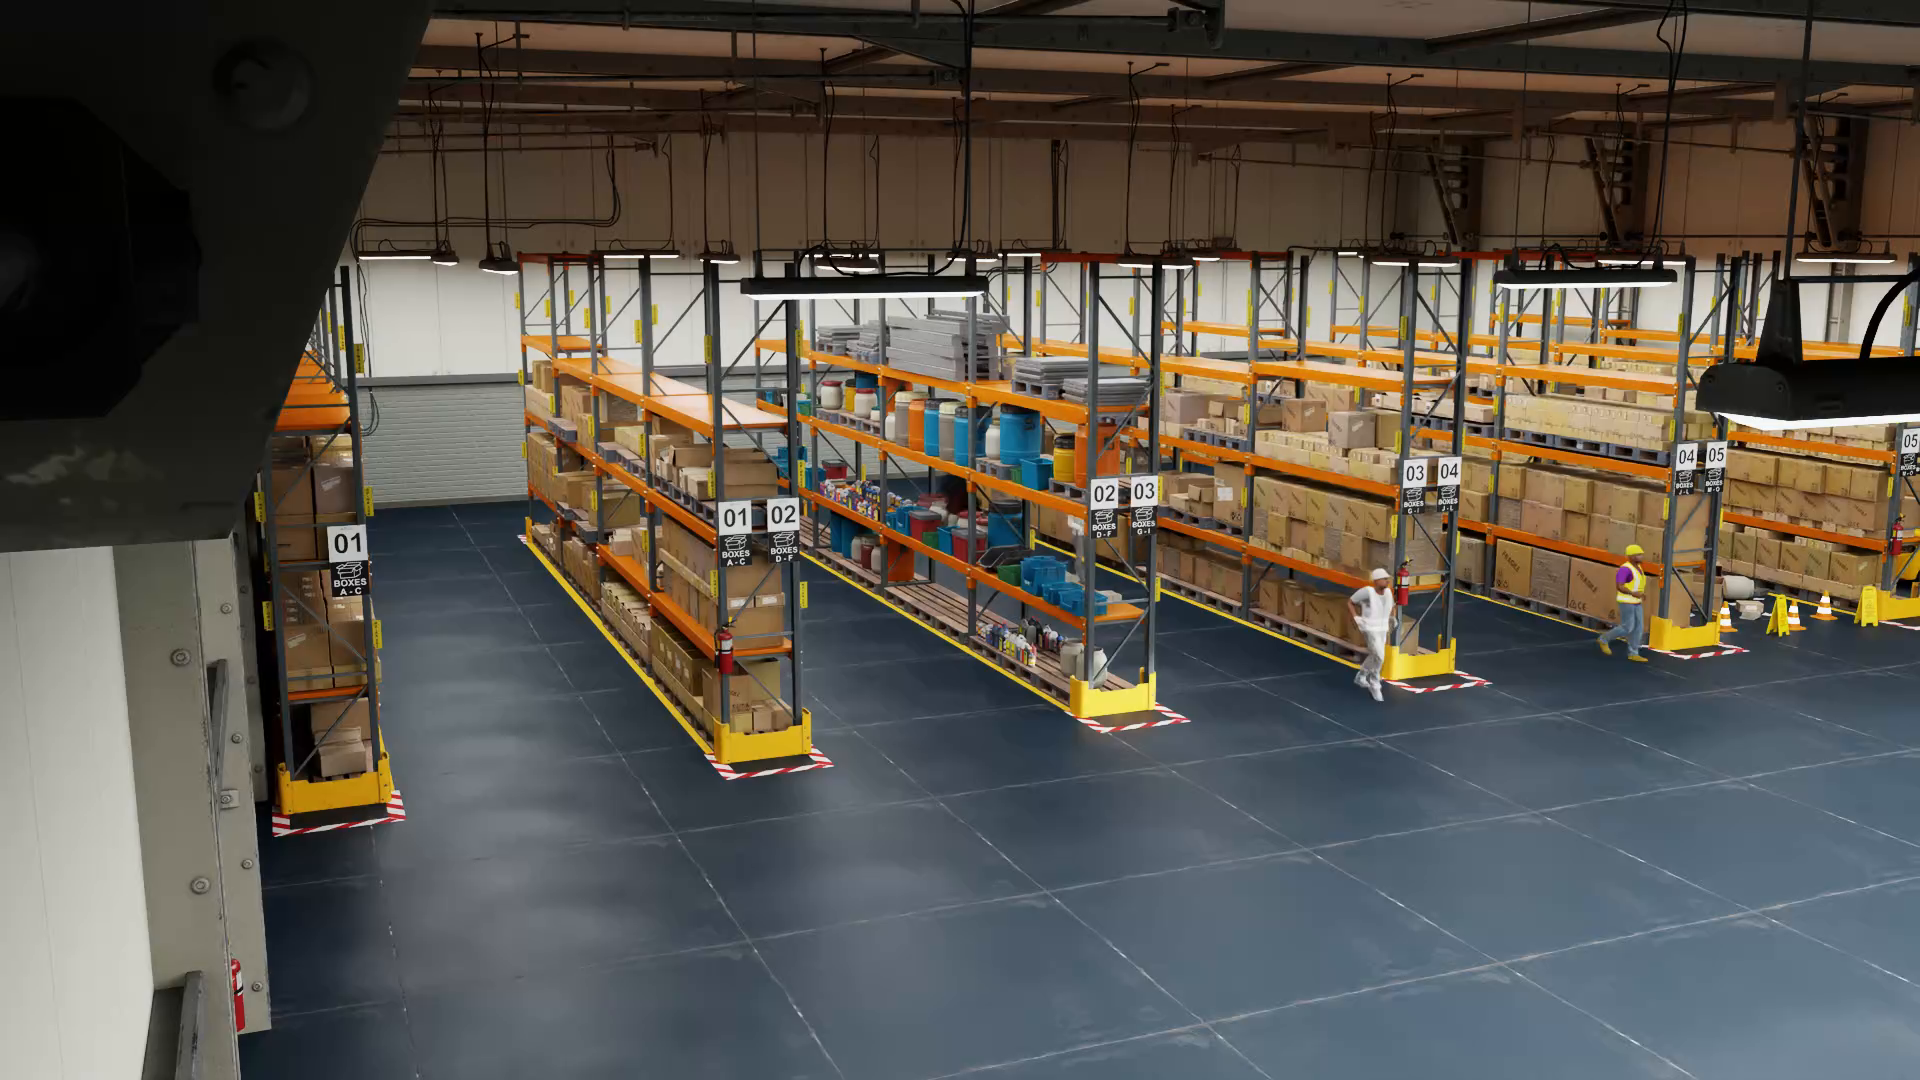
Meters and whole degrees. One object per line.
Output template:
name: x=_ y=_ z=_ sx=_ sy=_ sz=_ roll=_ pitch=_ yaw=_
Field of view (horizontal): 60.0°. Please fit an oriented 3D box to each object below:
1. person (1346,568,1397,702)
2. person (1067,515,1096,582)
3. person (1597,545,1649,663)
person: x=5.775 y=1.287 z=23.132 sx=0.690 sy=1.818 sz=0.734 roll=-6 pitch=12 yaw=-30
person: x=2.188 y=-0.076 z=29.228 sx=0.589 sy=1.680 sz=0.528 roll=-5 pitch=11 yaw=-24
person: x=10.066 y=0.933 z=25.064 sx=0.774 sy=1.750 sz=0.732 roll=10 pitch=14 yaw=43
